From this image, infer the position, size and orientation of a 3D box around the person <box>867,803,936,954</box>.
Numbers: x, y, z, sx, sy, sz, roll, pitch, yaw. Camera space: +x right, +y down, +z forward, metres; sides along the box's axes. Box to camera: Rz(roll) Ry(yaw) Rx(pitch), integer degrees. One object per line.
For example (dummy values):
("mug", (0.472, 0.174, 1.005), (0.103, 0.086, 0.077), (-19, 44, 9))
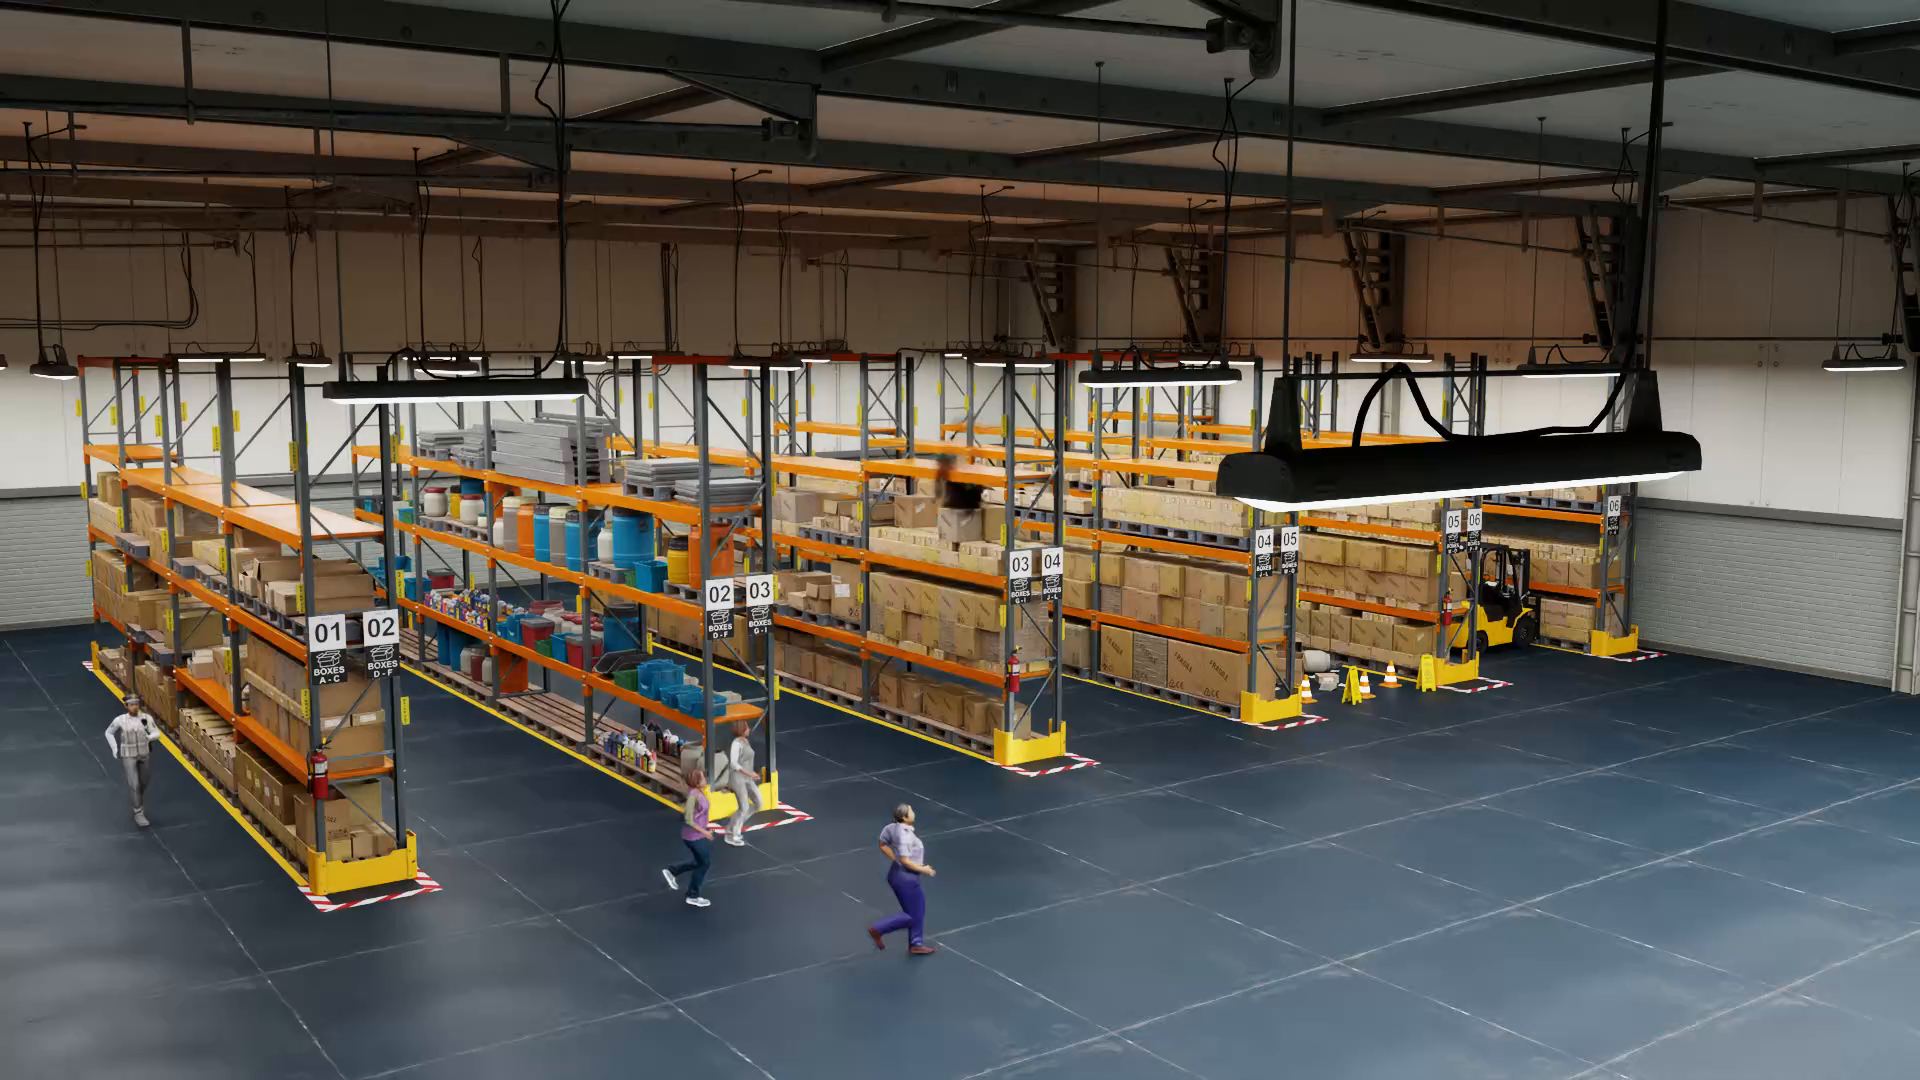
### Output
("person", (-0.610, 3.486, 17.017), (0.765, 1.628, 0.612), (-2, 7, -19))

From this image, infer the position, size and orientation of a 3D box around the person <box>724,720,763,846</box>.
("person", (-2.708, 3.013, 20.907), (0.491, 1.509, 0.618), (1, 7, 11))

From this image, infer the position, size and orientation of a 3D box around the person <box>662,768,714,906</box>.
("person", (-3.035, 3.319, 18.604), (0.606, 1.576, 0.556), (0, 7, -2))

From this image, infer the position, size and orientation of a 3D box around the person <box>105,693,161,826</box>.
("person", (-10.815, 2.831, 21.817), (0.611, 1.682, 0.940), (-6, 9, -40))

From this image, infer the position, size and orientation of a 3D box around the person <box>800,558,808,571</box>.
("person", (-3.882, 0.384, 41.969), (0.621, 1.711, 0.720), (1, 7, 10))
